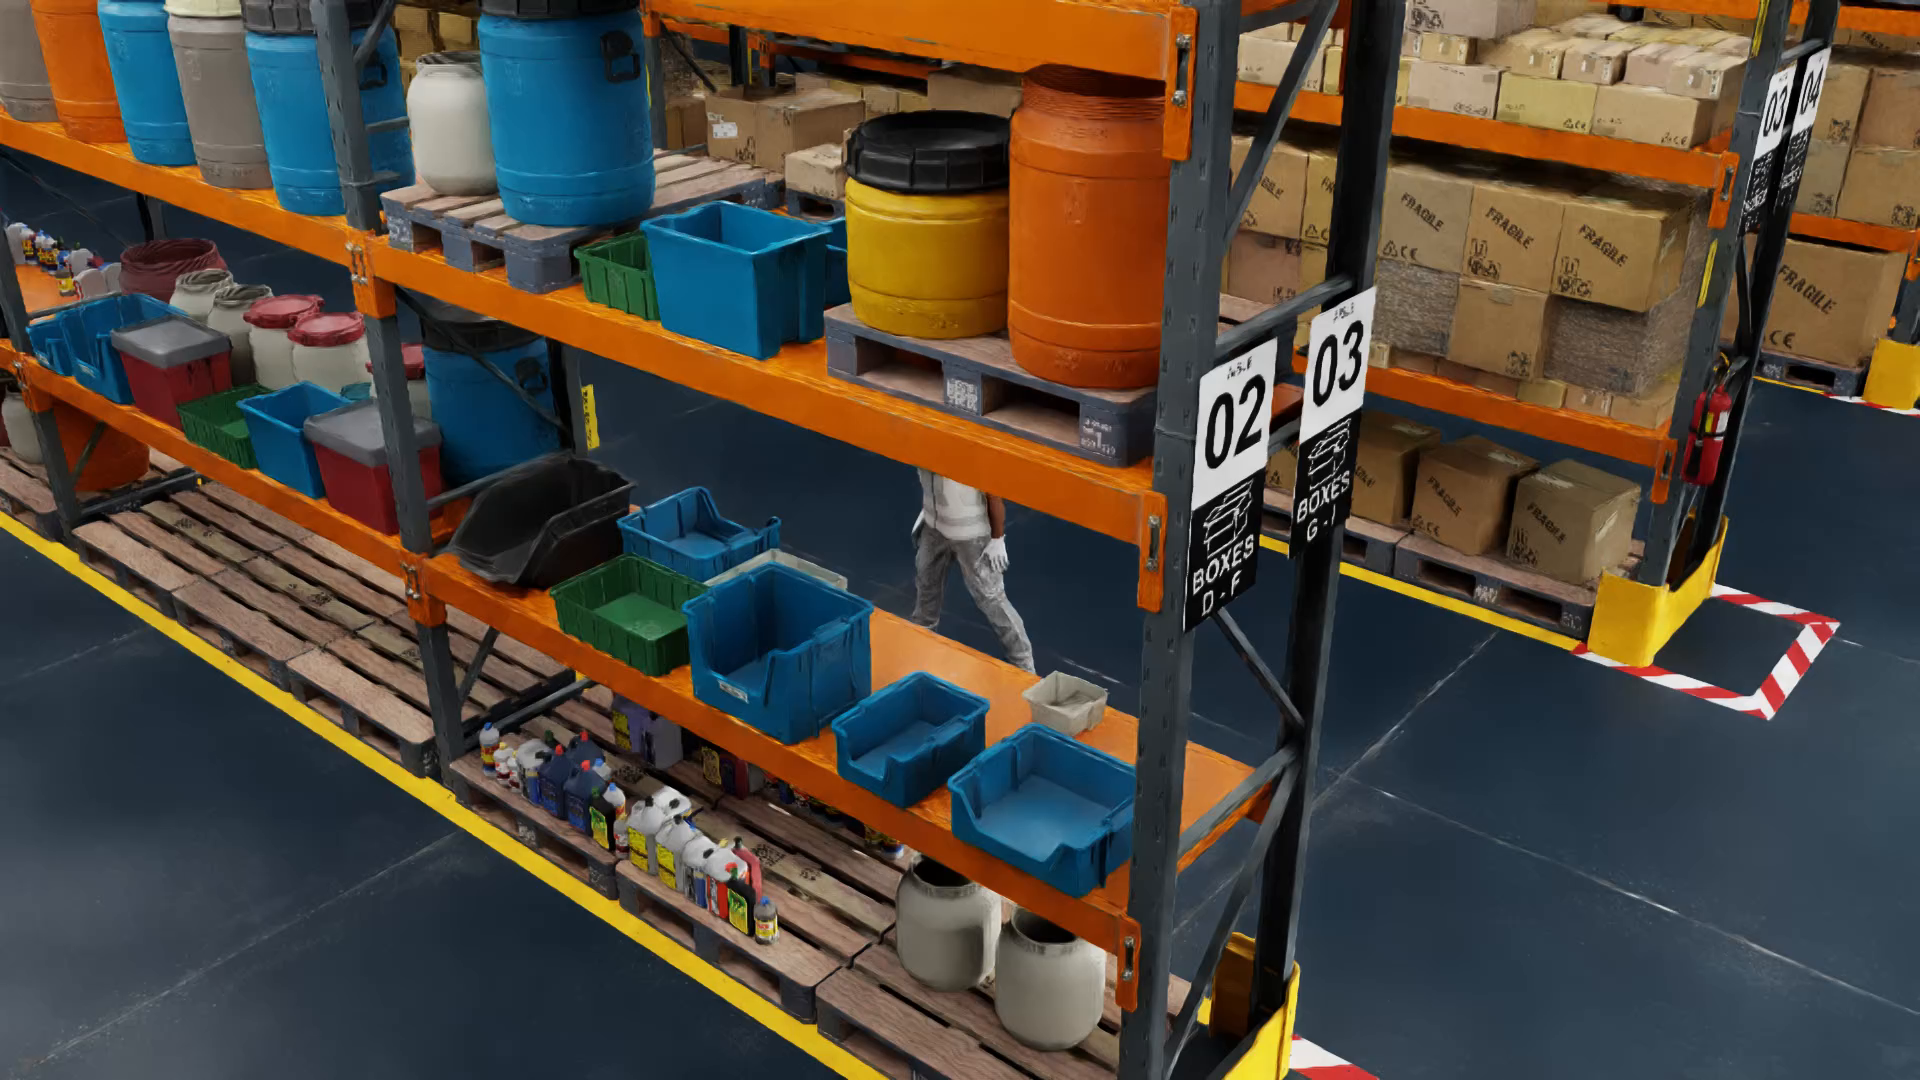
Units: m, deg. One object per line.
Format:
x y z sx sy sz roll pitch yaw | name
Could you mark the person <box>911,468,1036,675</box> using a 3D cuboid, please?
0.021 -0.042 8.678 0.568 1.779 0.660 -20 33 -33 | person
